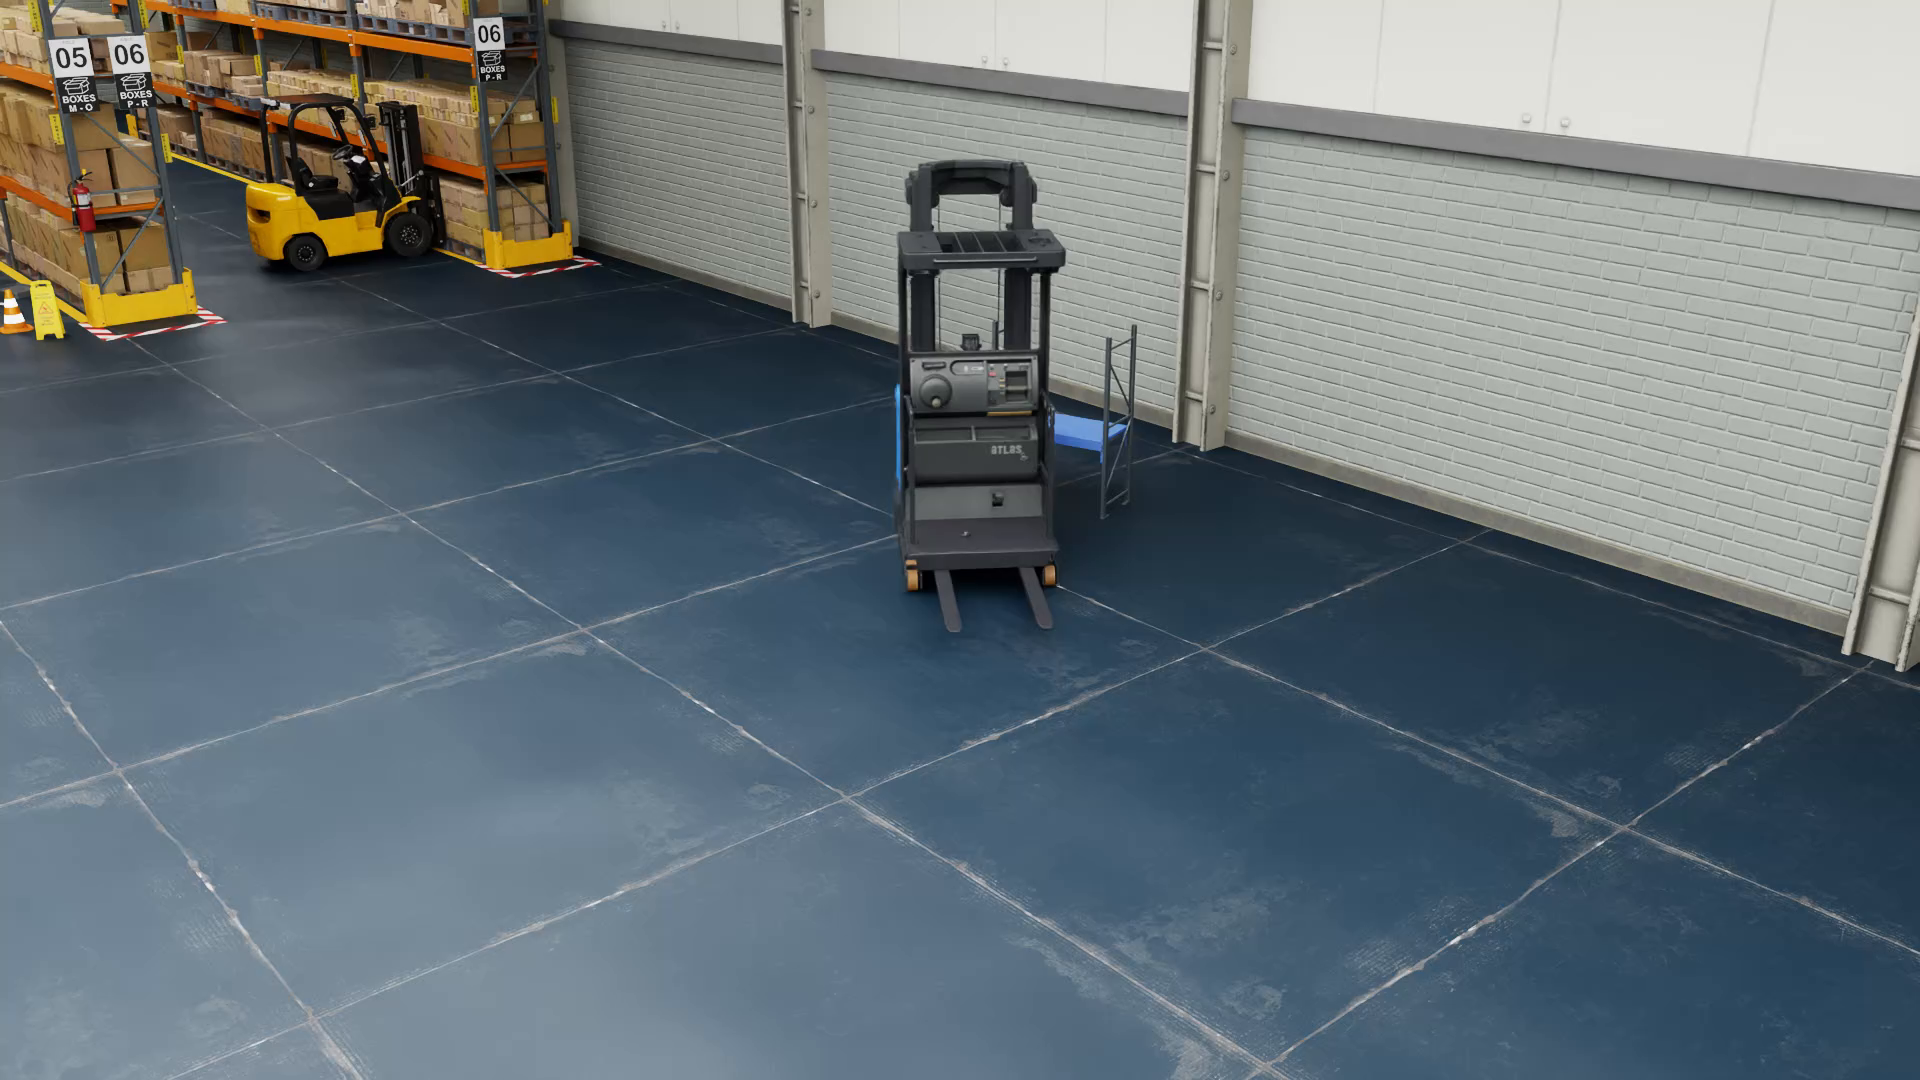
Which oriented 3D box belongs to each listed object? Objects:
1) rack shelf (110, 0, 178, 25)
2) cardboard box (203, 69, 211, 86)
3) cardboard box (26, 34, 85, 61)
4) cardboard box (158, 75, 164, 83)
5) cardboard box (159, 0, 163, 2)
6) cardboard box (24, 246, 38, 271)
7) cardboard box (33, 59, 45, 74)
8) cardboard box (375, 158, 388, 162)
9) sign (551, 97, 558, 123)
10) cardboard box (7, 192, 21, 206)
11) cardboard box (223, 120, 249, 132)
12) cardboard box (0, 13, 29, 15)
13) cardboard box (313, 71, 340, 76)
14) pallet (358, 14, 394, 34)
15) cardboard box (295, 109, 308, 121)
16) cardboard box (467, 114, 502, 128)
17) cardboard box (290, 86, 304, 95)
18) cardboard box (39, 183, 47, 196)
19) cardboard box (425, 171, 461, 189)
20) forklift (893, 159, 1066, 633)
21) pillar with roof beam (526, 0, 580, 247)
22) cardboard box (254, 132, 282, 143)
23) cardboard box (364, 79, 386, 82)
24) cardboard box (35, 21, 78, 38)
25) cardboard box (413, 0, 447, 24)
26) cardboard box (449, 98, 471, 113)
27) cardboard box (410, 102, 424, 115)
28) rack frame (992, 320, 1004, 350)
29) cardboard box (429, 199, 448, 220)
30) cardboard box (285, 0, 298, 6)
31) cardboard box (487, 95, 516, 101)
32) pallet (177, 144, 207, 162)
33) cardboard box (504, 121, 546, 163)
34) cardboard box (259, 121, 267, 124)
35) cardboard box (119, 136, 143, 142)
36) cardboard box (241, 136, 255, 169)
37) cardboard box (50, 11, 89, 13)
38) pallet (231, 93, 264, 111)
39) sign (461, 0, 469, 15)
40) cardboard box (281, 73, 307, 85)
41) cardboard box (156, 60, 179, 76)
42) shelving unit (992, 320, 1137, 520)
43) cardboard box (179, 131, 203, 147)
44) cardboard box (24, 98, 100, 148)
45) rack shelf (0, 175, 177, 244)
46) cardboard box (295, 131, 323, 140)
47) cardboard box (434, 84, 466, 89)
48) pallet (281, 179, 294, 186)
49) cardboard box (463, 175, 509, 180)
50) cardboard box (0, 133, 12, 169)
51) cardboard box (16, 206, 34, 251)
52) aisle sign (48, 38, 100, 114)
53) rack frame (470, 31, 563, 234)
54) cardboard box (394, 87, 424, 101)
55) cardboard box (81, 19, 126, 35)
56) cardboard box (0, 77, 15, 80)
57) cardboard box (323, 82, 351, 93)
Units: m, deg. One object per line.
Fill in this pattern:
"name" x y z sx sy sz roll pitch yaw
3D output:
"rack shelf" -15.007 -10.124 31.594 1.077 0.370 4.000 -17 27 -37
"cardboard box" -13.085 -8.168 29.333 0.396 0.266 0.258 -16 26 -35
"cardboard box" -10.165 -5.555 18.738 0.500 0.250 0.500 -18 28 -38
"cardboard box" -15.095 -8.852 31.815 0.380 0.149 0.250 -18 27 -38
"cardboard box" -14.486 -9.963 30.541 0.380 0.149 0.250 -16 27 -36
"cardboard box" -11.700 -3.660 21.411 0.500 0.250 0.500 -16 26 -34
"cardboard box" -10.259 -5.385 18.850 0.380 0.149 0.250 -17 27 -37
"cardboard box" -8.829 -5.531 25.673 0.875 0.625 0.625 -16 26 -35
"sign" -5.444 -5.765 22.295 0.100 0.325 0.005 -17 27 -37
"cardboard box" -12.021 -4.408 21.401 0.380 0.149 0.250 -17 27 -37
"cardboard box" -12.929 -7.405 29.738 0.380 0.149 0.250 -18 27 -38
"cardboard box" -11.202 -6.194 19.822 0.380 0.149 0.250 -17 27 -36
"cardboard box" -10.347 -7.580 27.198 0.380 0.149 0.250 -17 27 -37
"pallet" -7.903 -7.426 23.839 1.003 0.211 1.213 -17 27 -37
"cardboard box" -10.320 -6.874 26.626 0.500 0.250 0.500 -19 28 -39
"cardboard box" -6.307 -5.572 22.072 0.380 0.149 0.250 -17 27 -37
"cardboard box" -10.332 -7.100 26.518 0.500 0.250 0.500 -18 28 -39
"cardboard box" -10.921 -4.284 20.154 0.380 0.149 0.250 -18 28 -38
"cardboard box" -7.405 -5.047 23.580 0.500 0.250 0.500 -18 28 -38
"forklift" 0.126 -1.118 11.819 1.130 2.935 3.031 -2 21 -5
"pillar with roof beam" -8.902 -7.370 19.462 9.100 9.000 0.400 -17 27 -37
"cardboard box" -11.806 -6.883 28.406 0.380 0.149 0.250 -19 28 -40
"cardboard box" -9.170 -7.093 25.954 0.380 0.149 0.250 -17 27 -37
"cardboard box" -10.071 -5.686 18.527 0.380 0.149 0.250 -17 27 -37
"cardboard box" -6.935 -7.251 22.421 0.700 0.500 0.500 -17 27 -37
"cardboard box" -6.638 -5.857 22.391 0.380 0.149 0.250 -17 27 -36
"cardboard box" -7.477 -6.066 23.331 0.380 0.149 0.250 -18 28 -38
"rack frame" 0.399 -1.135 13.824 0.032 1.500 0.500 12 25 29
"cardboard box" -7.095 -4.682 23.333 0.500 0.250 0.500 -18 28 -39
"cardboard box" -10.138 -8.551 25.740 0.500 0.500 0.500 -17 27 -36
"cardboard box" -6.254 -5.975 22.693 0.380 0.149 0.250 -17 27 -36
"pallet" -14.149 -7.402 31.592 1.003 0.211 1.213 -17 27 -37
"cardboard box" -5.982 -5.444 22.634 0.500 0.500 0.500 -16 27 -36
"cardboard box" -12.366 -7.463 29.888 0.380 0.149 0.250 -17 27 -37
"cardboard box" -10.066 -4.536 19.908 0.500 0.500 0.500 -16 27 -36
"cardboard box" -12.192 -6.787 29.051 0.500 0.500 0.500 -16 27 -35
"cardboard box" -10.781 -6.327 20.163 0.380 0.149 0.250 -17 27 -37
"pallet" -11.586 -7.486 28.248 1.213 0.211 1.003 -17 27 -37
"sign" -6.289 -6.841 21.120 0.100 0.325 0.005 -17 27 -37
"cardboard box" -10.743 -7.457 26.883 0.380 0.149 0.250 -17 27 -36
"cardboard box" -14.873 -8.937 31.487 0.500 0.250 0.500 -18 27 -38
"shelving unit" 0.835 -1.039 13.581 1.048 1.500 0.538 12 25 29
"cardboard box" -14.521 -7.615 31.487 0.396 0.266 0.258 -16 27 -36
"cardboard box" -10.450 -4.893 19.449 0.700 0.500 0.500 -17 27 -37
"rack shelf" -10.932 -4.230 20.656 1.077 0.370 4.000 -17 27 -37
"cardboard box" -11.195 -6.957 28.595 0.380 0.149 0.250 -16 26 -35
"cardboard box" -7.362 -6.491 24.009 0.380 0.149 0.250 -18 28 -38
"pallet" -10.583 -5.870 27.681 1.003 0.211 1.213 -17 27 -37
"cardboard box" -6.686 -5.031 23.540 0.500 0.250 0.500 -18 27 -38
"cardboard box" -11.816 -4.981 21.044 0.500 0.500 0.500 -18 27 -38
"cardboard box" -11.699 -4.009 21.273 0.500 0.500 0.500 -16 27 -35
"aisle sign" -9.806 -5.136 18.420 0.394 0.787 0.004 -17 27 -37
"rack frame" -5.869 -5.195 22.134 1.000 3.000 0.127 -17 27 -37
"cardboard box" -7.804 -6.348 23.645 0.380 0.149 0.250 -18 28 -38
"cardboard box" -9.704 -5.810 18.842 0.380 0.149 0.250 -18 27 -38
"cardboard box" -13.064 -6.290 22.919 0.380 0.149 0.250 -16 26 -35
"cardboard box" -9.568 -6.965 25.628 0.380 0.149 0.250 -18 28 -39
